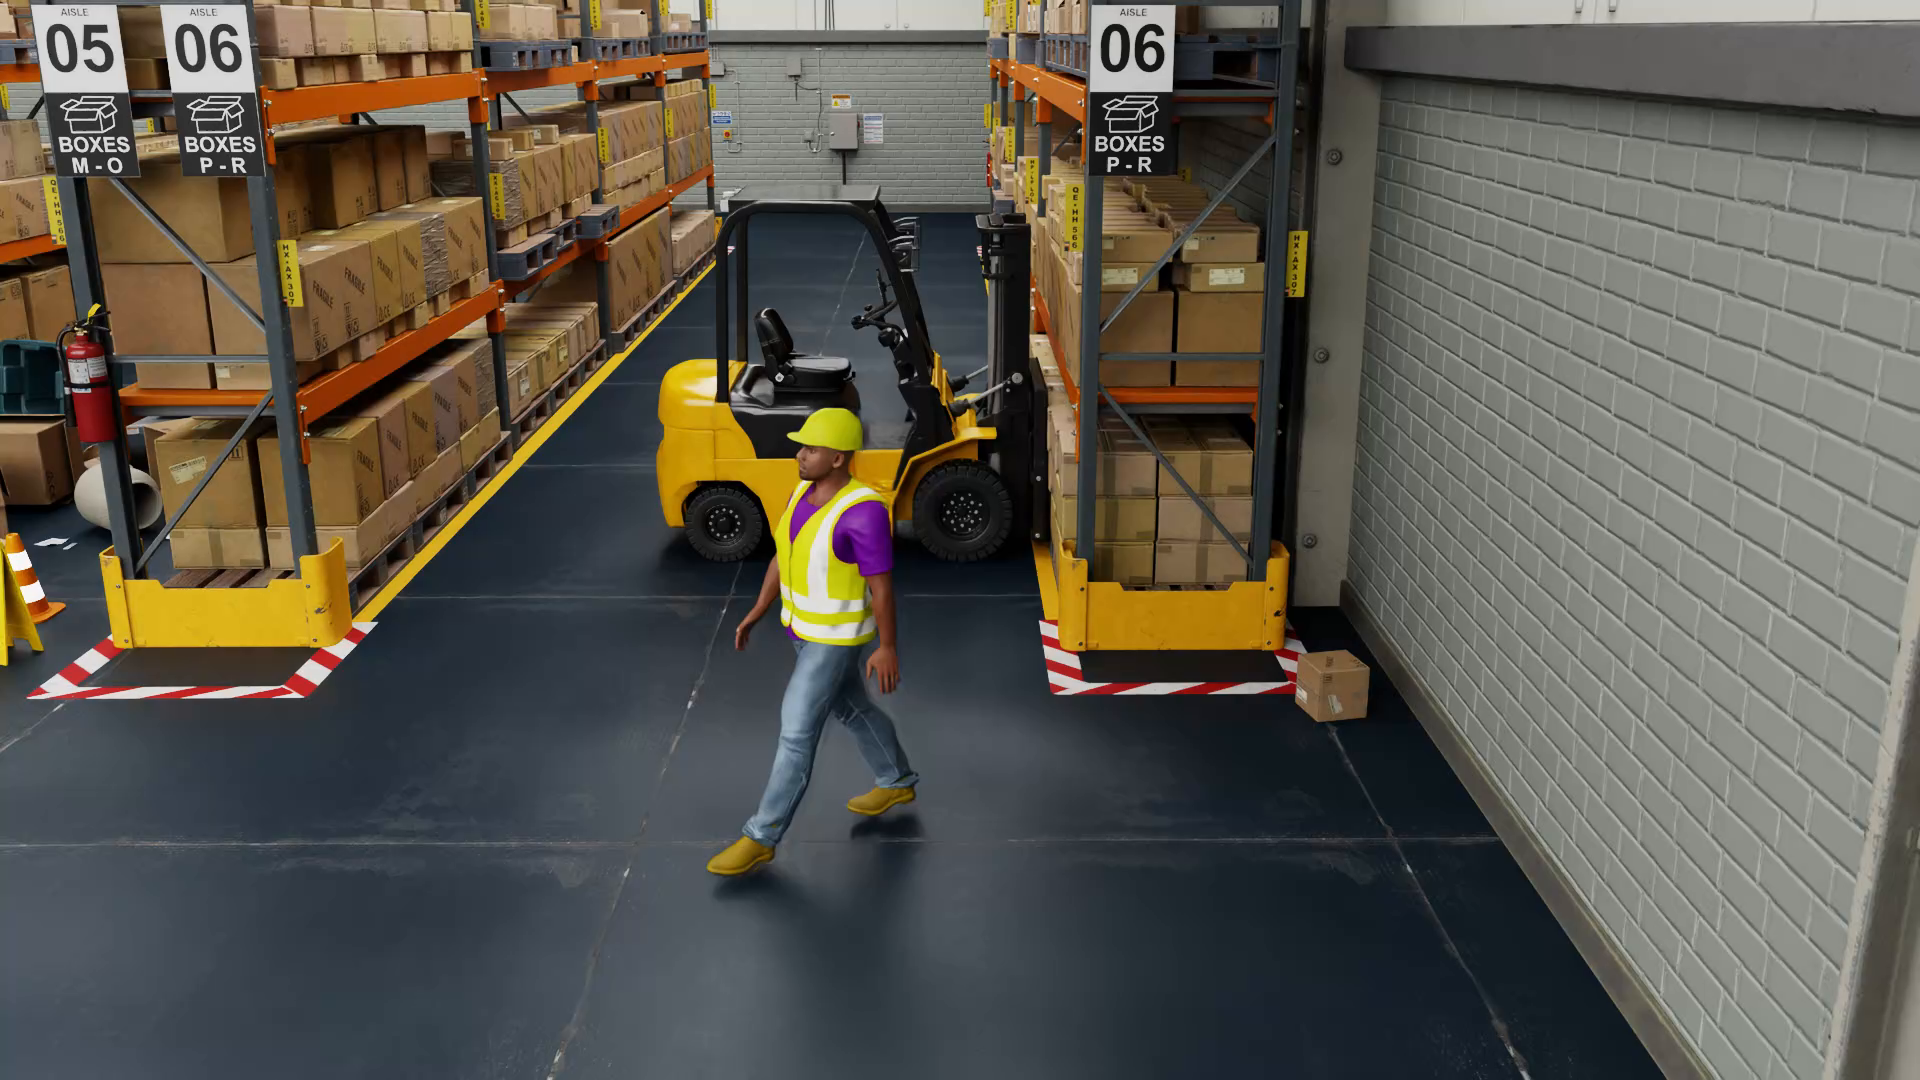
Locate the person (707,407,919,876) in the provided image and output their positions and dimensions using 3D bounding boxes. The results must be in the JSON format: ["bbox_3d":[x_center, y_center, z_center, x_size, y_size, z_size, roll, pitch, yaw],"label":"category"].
[{"bbox_3d":[-0.593,0.341,6.351,1.002,1.711,0.609,-10,20,-29],"label":"person"}]
